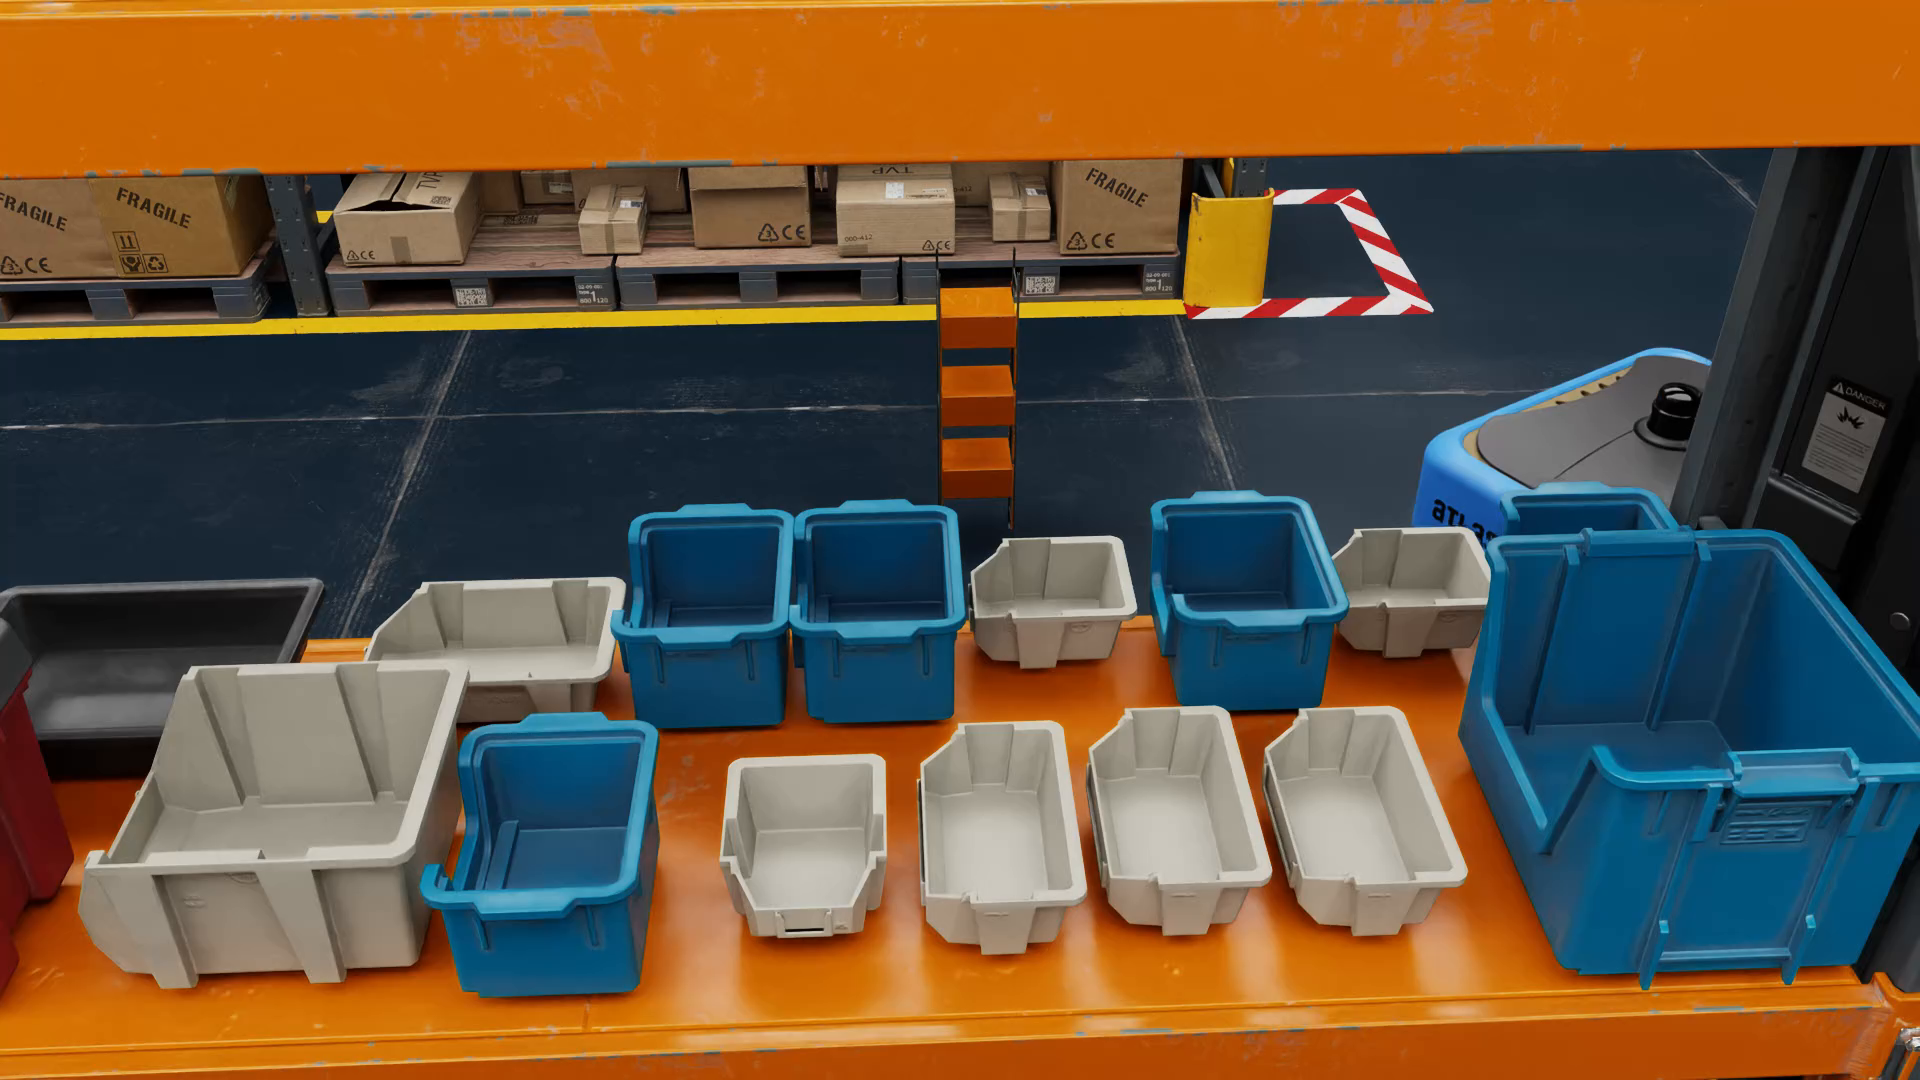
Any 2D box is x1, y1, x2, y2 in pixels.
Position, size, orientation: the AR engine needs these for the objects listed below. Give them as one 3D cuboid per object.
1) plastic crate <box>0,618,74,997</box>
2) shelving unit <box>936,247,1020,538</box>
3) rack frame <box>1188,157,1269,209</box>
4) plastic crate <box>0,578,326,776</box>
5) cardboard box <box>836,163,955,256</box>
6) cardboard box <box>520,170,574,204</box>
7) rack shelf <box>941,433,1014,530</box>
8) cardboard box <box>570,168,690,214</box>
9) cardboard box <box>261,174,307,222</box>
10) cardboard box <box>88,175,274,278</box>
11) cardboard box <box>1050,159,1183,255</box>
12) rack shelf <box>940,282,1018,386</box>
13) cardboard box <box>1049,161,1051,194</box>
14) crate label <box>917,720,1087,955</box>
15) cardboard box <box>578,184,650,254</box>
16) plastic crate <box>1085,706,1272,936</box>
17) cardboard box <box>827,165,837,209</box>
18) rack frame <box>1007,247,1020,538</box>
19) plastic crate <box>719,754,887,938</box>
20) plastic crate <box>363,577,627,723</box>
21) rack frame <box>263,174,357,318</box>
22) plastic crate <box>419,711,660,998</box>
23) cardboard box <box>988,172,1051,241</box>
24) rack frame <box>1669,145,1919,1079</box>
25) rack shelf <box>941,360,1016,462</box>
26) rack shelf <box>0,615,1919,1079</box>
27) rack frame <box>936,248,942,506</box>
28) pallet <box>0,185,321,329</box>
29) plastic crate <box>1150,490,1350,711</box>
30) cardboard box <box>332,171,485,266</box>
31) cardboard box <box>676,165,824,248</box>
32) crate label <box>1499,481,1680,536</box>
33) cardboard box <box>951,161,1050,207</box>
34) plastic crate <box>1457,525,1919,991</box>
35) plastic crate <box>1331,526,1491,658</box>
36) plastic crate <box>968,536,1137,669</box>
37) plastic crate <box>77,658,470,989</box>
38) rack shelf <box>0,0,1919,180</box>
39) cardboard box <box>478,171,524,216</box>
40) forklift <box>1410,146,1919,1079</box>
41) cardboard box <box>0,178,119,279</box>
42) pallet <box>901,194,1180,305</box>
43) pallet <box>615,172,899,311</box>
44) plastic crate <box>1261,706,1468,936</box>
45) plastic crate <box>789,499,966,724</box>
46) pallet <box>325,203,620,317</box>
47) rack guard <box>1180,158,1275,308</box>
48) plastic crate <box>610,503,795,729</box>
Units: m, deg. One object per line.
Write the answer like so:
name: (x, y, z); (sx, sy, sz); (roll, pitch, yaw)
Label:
plastic crate: (-1.662, 0.415, 2.406); (0.583, 0.464, 0.402); (-2, 35, -2)
shelving unit: (0.053, -0.433, 5.453); (0.252, 1.050, 0.215); (-2, 35, -2)
rack frame: (1.199, -2.576, 6.837); (0.127, 3.000, 1.000); (-2, 35, -2)
plastic crate: (-1.460, 0.253, 2.938); (0.590, 0.125, 0.437); (-2, 35, -2)
cardboard box: (-0.283, -1.463, 7.258); (0.500, 0.250, 0.500); (-2, 35, -2)
cardboard box: (-1.869, -1.698, 7.686); (0.250, 0.149, 0.380); (-2, 35, -2)
rack shelf: (0.053, -0.196, 5.618); (0.240, 0.259, 0.215); (-2, 35, -2)
cardboard box: (-1.491, -1.741, 7.605); (0.500, 0.311, 0.500); (-2, 35, -2)
cardboard box: (-3.291, -1.747, 7.449); (0.500, 0.500, 0.500); (-3, 35, -4)
cardboard box: (-3.276, -1.445, 7.013); (0.500, 0.500, 0.500); (-2, 35, -2)
cardboard box: (0.668, -1.575, 7.200); (0.500, 0.500, 0.500); (-2, 35, -2)
rack shelf: (0.053, -0.658, 5.298); (0.240, 0.259, 0.215); (-2, 35, -2)
cardboard box: (0.515, -1.770, 7.774); (0.250, 0.166, 0.380); (-2, 35, -2)
crate label: (0.057, 0.469, 2.615); (0.243, 0.136, 0.396); (-2, 35, -2)
cardboard box: (-1.503, -1.402, 7.243); (0.250, 0.166, 0.380); (-2, 35, -2)
plastic crate: (0.334, 0.448, 2.646); (0.243, 0.136, 0.396); (-2, 35, -2)
cardboard box: (-0.356, -1.746, 7.667); (0.500, 0.250, 0.500); (-2, 35, -2)
rack frame: (0.175, -0.436, 5.458); (0.008, 1.050, 0.200); (-2, 35, -2)
plastic crate: (-0.238, 0.488, 2.589); (0.250, 0.136, 0.298); (-2, 35, -2)
plastic crate: (-0.840, 0.213, 2.985); (0.466, 0.136, 0.293); (-2, 35, -2)
rack frame: (-2.796, -2.469, 6.681); (0.127, 3.000, 1.000); (-2, 35, -2)
plastic crate: (-0.609, 0.485, 2.508); (0.300, 0.233, 0.416); (-2, 35, -2)
cardboard box: (0.259, -1.478, 7.353); (0.250, 0.166, 0.380); (-2, 35, -2)
rack frame: (1.430, 0.239, 2.768); (0.127, 3.000, 1.000); (-2, 35, -2)
rack shelf: (0.053, -0.424, 5.459); (0.240, 0.259, 0.215); (-2, 35, -2)
rack shelf: (-0.568, 0.589, 2.895); (4.000, 0.370, 1.077); (-2, 35, -2)
rack frame: (-0.068, -0.430, 5.449); (0.008, 1.050, 0.200); (-2, 35, -2)
pallet: (-3.607, -1.278, 7.412); (1.213, 0.211, 1.003); (-2, 35, -2)
plastic crate: (0.510, 0.121, 3.034); (0.300, 0.233, 0.416); (-2, 35, -2)
cardboard box: (-2.367, -1.432, 7.160); (0.500, 0.311, 0.500); (-2, 35, -2)
cardboard box: (-0.920, -1.677, 7.344); (0.637, 0.503, 0.797); (-2, 35, -2)
crate label: (1.168, 0.103, 3.060); (0.303, 0.233, 0.416); (-2, 35, -2)
cardboard box: (0.143, -1.760, 7.687); (0.500, 0.250, 0.500); (-2, 35, -2)
plastic crate: (1.104, 0.315, 2.575); (0.499, 0.435, 0.616); (-2, 35, -2)
plastic crate: (0.844, 0.104, 3.142); (0.298, 0.136, 0.250); (-2, 35, -2)
plastic crate: (0.166, 0.123, 3.116); (0.298, 0.136, 0.250); (-2, 35, -2)
plastic crate: (-1.031, 0.435, 2.537); (0.530, 0.282, 0.437); (-2, 35, -2)
rack shelf: (-0.568, -0.644, 2.041); (4.000, 0.370, 1.077); (-2, 35, -2)
cardboard box: (-2.241, -1.798, 7.522); (0.500, 0.500, 0.500); (-2, 35, -2)
forklift: (2.405, -0.035, 3.224); (1.130, 2.935, 3.031); (-21, 40, -27)
cardboard box: (-3.770, -1.437, 7.000); (0.500, 0.500, 0.500); (-1, 35, -2)
pallet: (0.327, -1.406, 7.596); (1.213, 0.211, 1.003); (-2, 35, -2)
pallet: (-0.889, -1.374, 7.551); (1.213, 0.211, 1.003); (-2, 35, -2)
plastic crate: (0.624, 0.448, 2.646); (0.243, 0.136, 0.396); (-2, 35, -2)
plastic crate: (-0.147, 0.139, 3.008); (0.300, 0.233, 0.416); (-2, 35, -2)
pallet: (-2.110, -1.340, 7.501); (1.213, 0.211, 1.003); (-2, 35, -2)
rack guard: (1.123, -1.546, 7.545); (0.348, 0.500, 1.175); (-2, 35, -2)
plastic crate: (-0.447, 0.147, 2.997); (0.300, 0.233, 0.416); (-2, 35, -2)
